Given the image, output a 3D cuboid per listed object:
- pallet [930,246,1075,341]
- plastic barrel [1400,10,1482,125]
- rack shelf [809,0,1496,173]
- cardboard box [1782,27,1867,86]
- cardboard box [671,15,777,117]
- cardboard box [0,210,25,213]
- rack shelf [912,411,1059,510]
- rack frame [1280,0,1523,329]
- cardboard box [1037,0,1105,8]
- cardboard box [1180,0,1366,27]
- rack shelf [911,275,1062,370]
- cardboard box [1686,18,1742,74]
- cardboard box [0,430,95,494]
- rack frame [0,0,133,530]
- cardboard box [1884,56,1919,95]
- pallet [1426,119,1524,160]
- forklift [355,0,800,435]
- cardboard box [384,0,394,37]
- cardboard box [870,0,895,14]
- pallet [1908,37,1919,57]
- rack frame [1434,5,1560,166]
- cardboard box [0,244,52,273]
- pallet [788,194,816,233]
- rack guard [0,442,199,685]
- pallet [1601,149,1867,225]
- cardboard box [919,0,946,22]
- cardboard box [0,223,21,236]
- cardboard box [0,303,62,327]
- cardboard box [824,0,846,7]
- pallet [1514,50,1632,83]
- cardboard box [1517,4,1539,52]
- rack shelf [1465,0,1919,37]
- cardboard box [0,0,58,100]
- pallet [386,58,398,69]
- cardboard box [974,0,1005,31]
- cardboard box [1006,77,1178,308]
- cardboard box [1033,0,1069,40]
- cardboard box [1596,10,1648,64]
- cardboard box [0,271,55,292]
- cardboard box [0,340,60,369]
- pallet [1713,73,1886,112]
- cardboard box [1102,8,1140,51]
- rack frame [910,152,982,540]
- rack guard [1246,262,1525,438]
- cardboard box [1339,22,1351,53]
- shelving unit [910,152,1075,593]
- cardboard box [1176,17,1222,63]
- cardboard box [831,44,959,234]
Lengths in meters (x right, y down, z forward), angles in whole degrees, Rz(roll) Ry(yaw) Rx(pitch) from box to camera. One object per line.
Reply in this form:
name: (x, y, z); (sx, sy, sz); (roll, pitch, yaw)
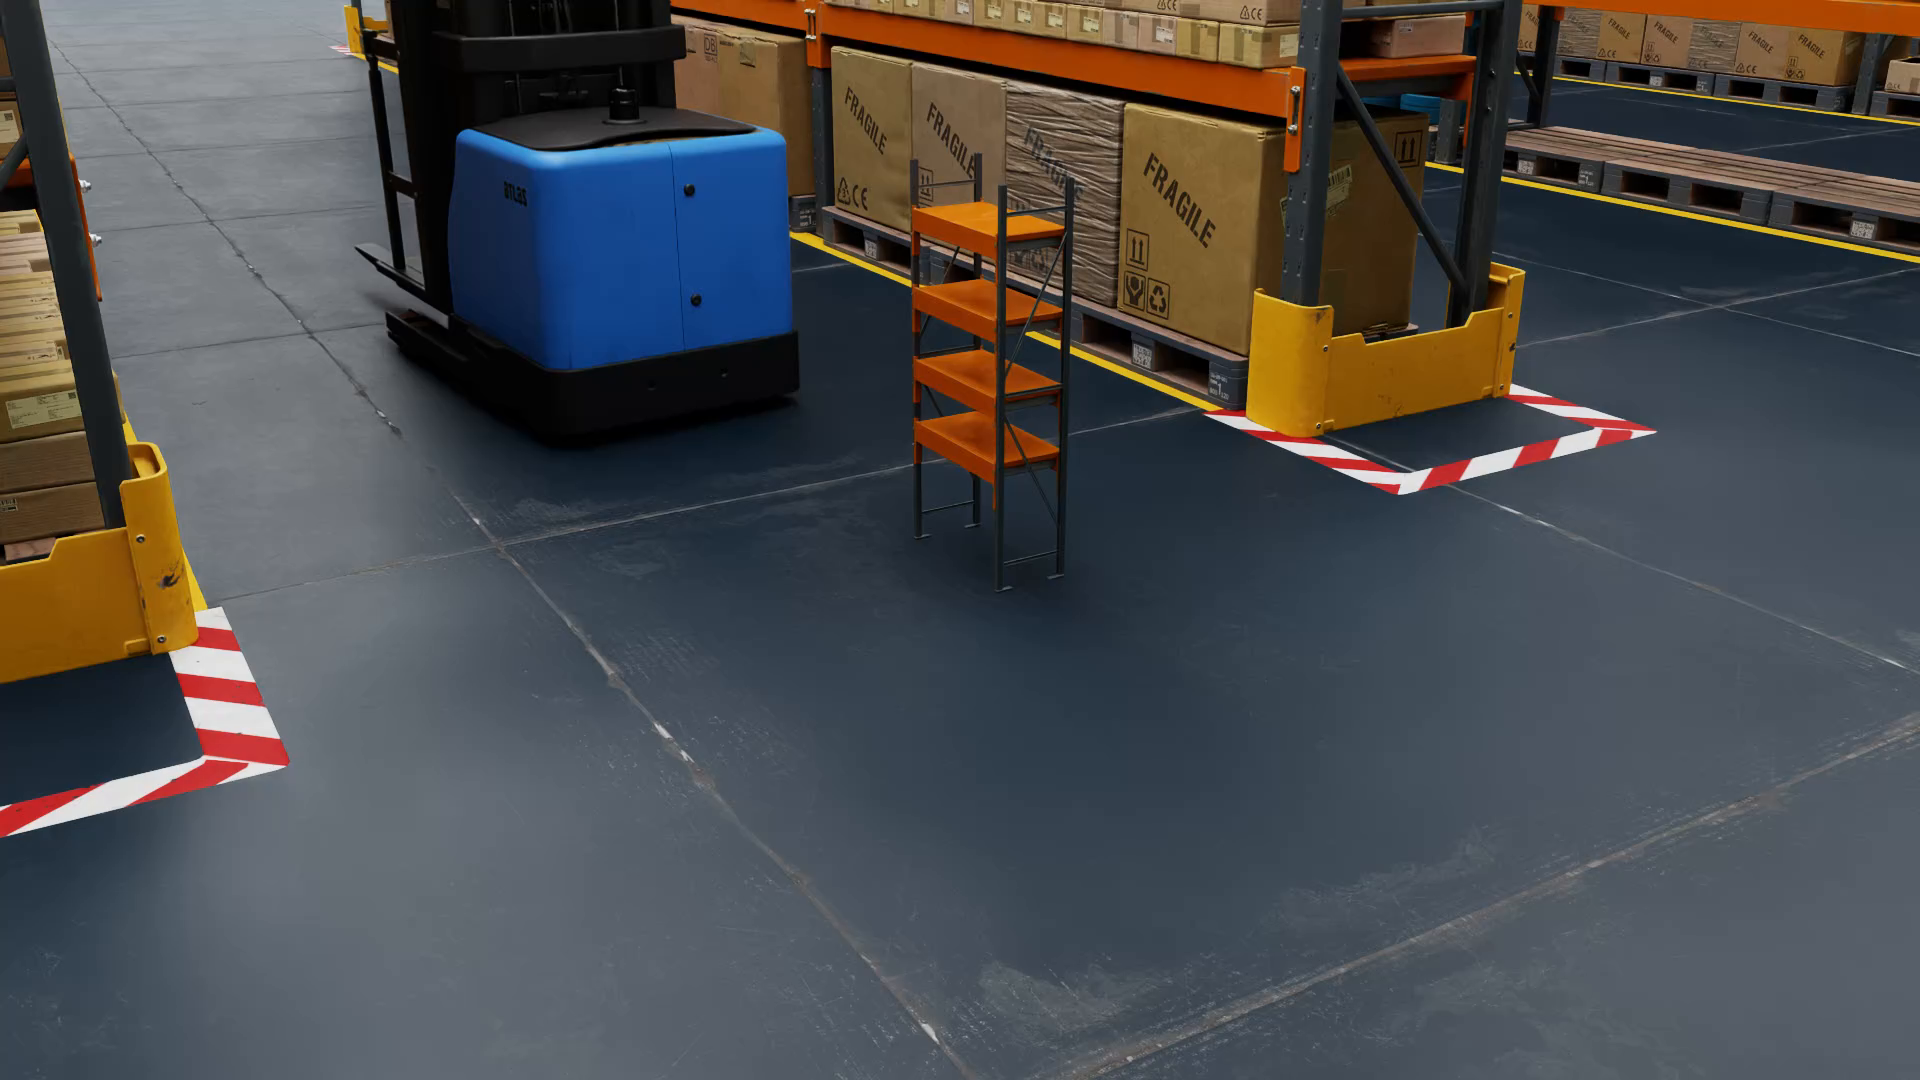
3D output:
pallet: (0.573, -1.286, 8.194); (1.003, 0.211, 1.213); (-13, 25, -28)
plastic barrel: (3.620, -3.588, 12.385); (0.600, 0.901, 0.708); (-13, 25, -28)
rack shelf: (0.647, -2.253, 7.827); (1.077, 0.370, 4.000); (-13, 25, -28)
cardboard box: (7.645, -4.289, 14.614); (0.500, 0.500, 0.500); (-13, 25, -29)
cardboard box: (-1.176, -2.937, 10.817); (1.225, 0.875, 0.875); (-14, 26, -30)
cardboard box: (-4.121, -1.322, 7.018); (0.380, 0.149, 0.250); (-12, 25, -28)
rack shelf: (0.085, -0.256, 5.054); (0.258, 0.148, 0.480); (-13, 25, -28)
rack frame: (1.668, -1.939, 6.099); (1.000, 3.000, 0.127); (-13, 25, -28)
cardboard box: (0.674, -2.442, 7.141); (0.500, 0.250, 0.500); (-14, 26, -30)
cardboard box: (1.192, -2.113, 6.331); (0.500, 0.250, 0.500); (-13, 26, -29)
rack shelf: (0.085, -0.647, 4.895); (0.258, 0.148, 0.480); (-13, 25, -28)
cardboard box: (7.144, -4.613, 15.412); (0.500, 0.500, 0.500); (-12, 25, -28)
cardboard box: (-2.694, -0.248, 4.772); (0.380, 0.149, 0.250); (-11, 25, -26)
rack frame: (-2.647, -1.018, 3.832); (1.000, 3.000, 0.127); (-13, 25, -28)
cardboard box: (8.172, -3.919, 13.956); (0.500, 0.311, 0.500); (-13, 25, -28)
pallet: (3.525, -3.153, 12.787); (1.003, 0.211, 1.213); (-13, 25, -28)
forklift: (-1.895, -2.239, 6.928); (1.130, 2.935, 3.031); (-15, 26, -32)
cardboard box: (-6.200, -5.950, 18.728); (0.500, 0.500, 0.500); (-8, 23, -18)
cardboard box: (-0.241, -2.788, 8.520); (0.380, 0.149, 0.250); (-12, 25, -27)
pallet: (11.314, -5.431, 18.393); (1.003, 0.211, 1.213); (-13, 25, -28)
rack frame: (3.883, -4.187, 11.628); (1.000, 3.000, 0.127); (-13, 25, -28)
cardboard box: (-3.556, -0.989, 6.199); (0.380, 0.149, 0.250); (-14, 26, -30)
pallet: (-0.834, -2.177, 10.388); (1.003, 0.211, 1.213); (-13, 25, -28)
rack guard: (-2.686, 0.116, 4.363); (1.175, 0.500, 0.348); (-13, 25, -28)
pallet: (4.919, -2.269, 10.613); (1.003, 0.211, 1.213); (-13, 25, -28)
cardboard box: (0.026, -2.620, 8.108); (0.380, 0.149, 0.250); (-13, 25, -29)
cardboard box: (-3.922, -1.144, 6.580); (0.380, 0.149, 0.250); (-12, 25, -27)
cardboard box: (-3.084, -0.639, 5.338); (0.380, 0.149, 0.250); (-14, 26, -31)
cardboard box: (-0.510, -2.958, 8.939); (0.380, 0.149, 0.250); (-13, 25, -28)
pallet: (6.449, -4.892, 17.067); (1.003, 0.211, 1.213); (-13, 25, -28)
cardboard box: (6.087, -5.276, 17.045); (0.500, 0.500, 0.500); (-11, 25, -26)
rack shelf: (4.905, -3.206, 10.171); (1.077, 0.370, 4.000); (-13, 25, -28)
cardboard box: (-2.639, -1.400, 4.245); (0.500, 0.500, 0.500); (-11, 25, -26)
pallet: (-5.462, -5.138, 17.671); (1.003, 0.211, 1.213); (-13, 25, -28)
cardboard box: (0.288, -2.454, 7.698); (0.380, 0.149, 0.250); (-13, 26, -30)
cardboard box: (0.808, -1.636, 7.616); (0.875, 0.875, 0.875); (-13, 25, -28)
cardboard box: (0.547, -2.289, 7.293); (0.380, 0.149, 0.250); (-13, 25, -28)
cardboard box: (6.611, -4.945, 16.229); (0.500, 0.500, 0.500); (-13, 25, -29)
cardboard box: (-3.312, -0.824, 5.794); (0.380, 0.149, 0.250); (-12, 25, -27)
cardboard box: (-2.867, -0.468, 4.918); (0.380, 0.149, 0.250); (-12, 25, -27)
pallet: (7.695, -4.102, 15.124); (1.003, 0.211, 1.213); (-13, 25, -28)
cardboard box: (0.814, -2.121, 6.880); (0.380, 0.149, 0.250); (-12, 25, -27)
rack frame: (-0.040, -0.581, 5.148); (0.240, 1.200, 0.015); (-13, 25, -28)
rack guard: (1.680, -0.773, 6.550); (1.175, 0.500, 0.348); (-13, 25, -28)
cardboard box: (1.638, -2.084, 6.788); (0.380, 0.149, 0.250); (-13, 25, -29)
shelving unit: (0.085, -0.502, 4.954); (0.258, 1.200, 0.503); (-13, 25, -28)
cardboard box: (1.069, -1.958, 6.480); (0.380, 0.149, 0.250); (-12, 25, -28)
cardboard box: (-0.107, -2.215, 9.042); (0.875, 0.875, 0.875); (-13, 25, -28)
